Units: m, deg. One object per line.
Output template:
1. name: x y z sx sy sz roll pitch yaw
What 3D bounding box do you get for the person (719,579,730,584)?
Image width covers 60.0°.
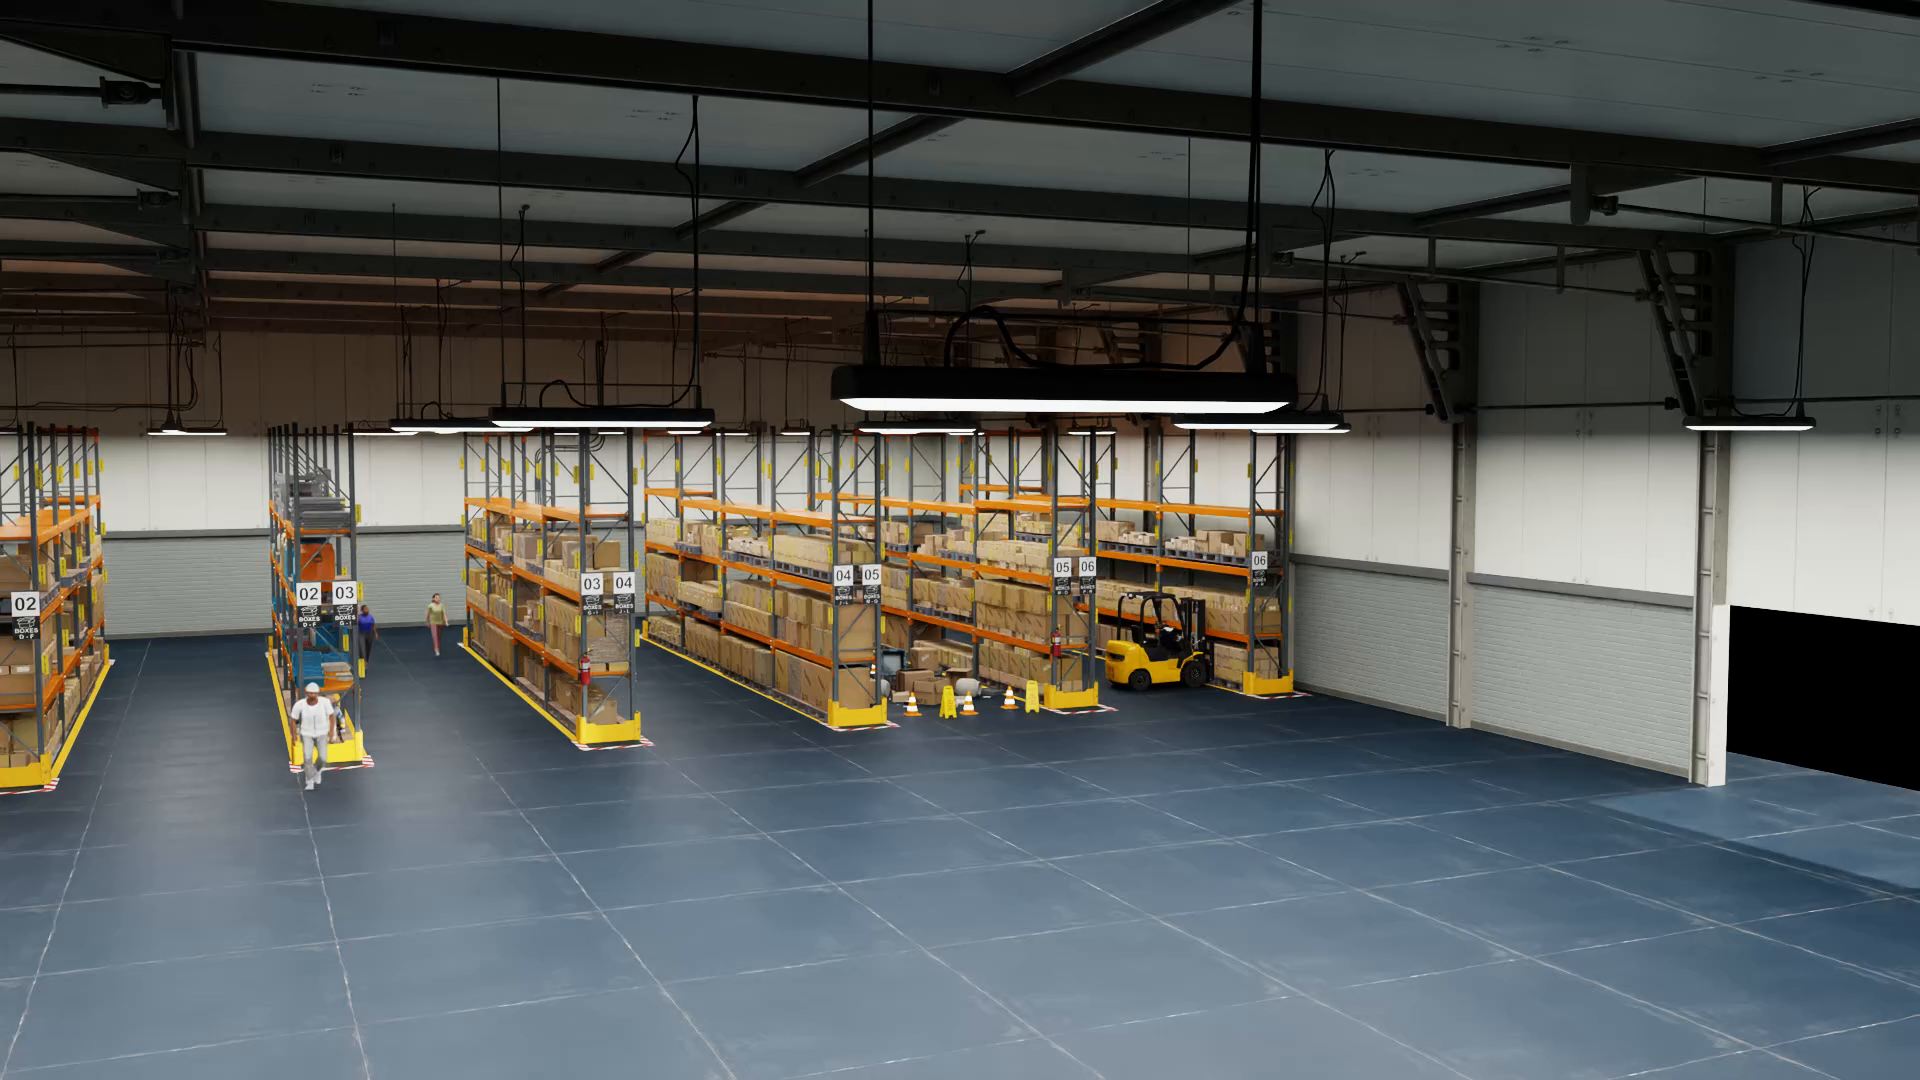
1. person: -7.217 1.789 50.487 0.581 1.704 0.822 3 4 36

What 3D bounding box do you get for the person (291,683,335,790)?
1. person: -10.621 3.191 27.285 0.672 1.746 0.619 -2 4 -25

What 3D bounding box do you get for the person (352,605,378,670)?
1. person: -14.723 2.396 41.151 0.550 1.575 1.058 -2 4 -33

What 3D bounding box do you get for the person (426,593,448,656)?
1. person: -13.818 2.215 43.955 0.525 1.609 1.058 -2 4 -26
